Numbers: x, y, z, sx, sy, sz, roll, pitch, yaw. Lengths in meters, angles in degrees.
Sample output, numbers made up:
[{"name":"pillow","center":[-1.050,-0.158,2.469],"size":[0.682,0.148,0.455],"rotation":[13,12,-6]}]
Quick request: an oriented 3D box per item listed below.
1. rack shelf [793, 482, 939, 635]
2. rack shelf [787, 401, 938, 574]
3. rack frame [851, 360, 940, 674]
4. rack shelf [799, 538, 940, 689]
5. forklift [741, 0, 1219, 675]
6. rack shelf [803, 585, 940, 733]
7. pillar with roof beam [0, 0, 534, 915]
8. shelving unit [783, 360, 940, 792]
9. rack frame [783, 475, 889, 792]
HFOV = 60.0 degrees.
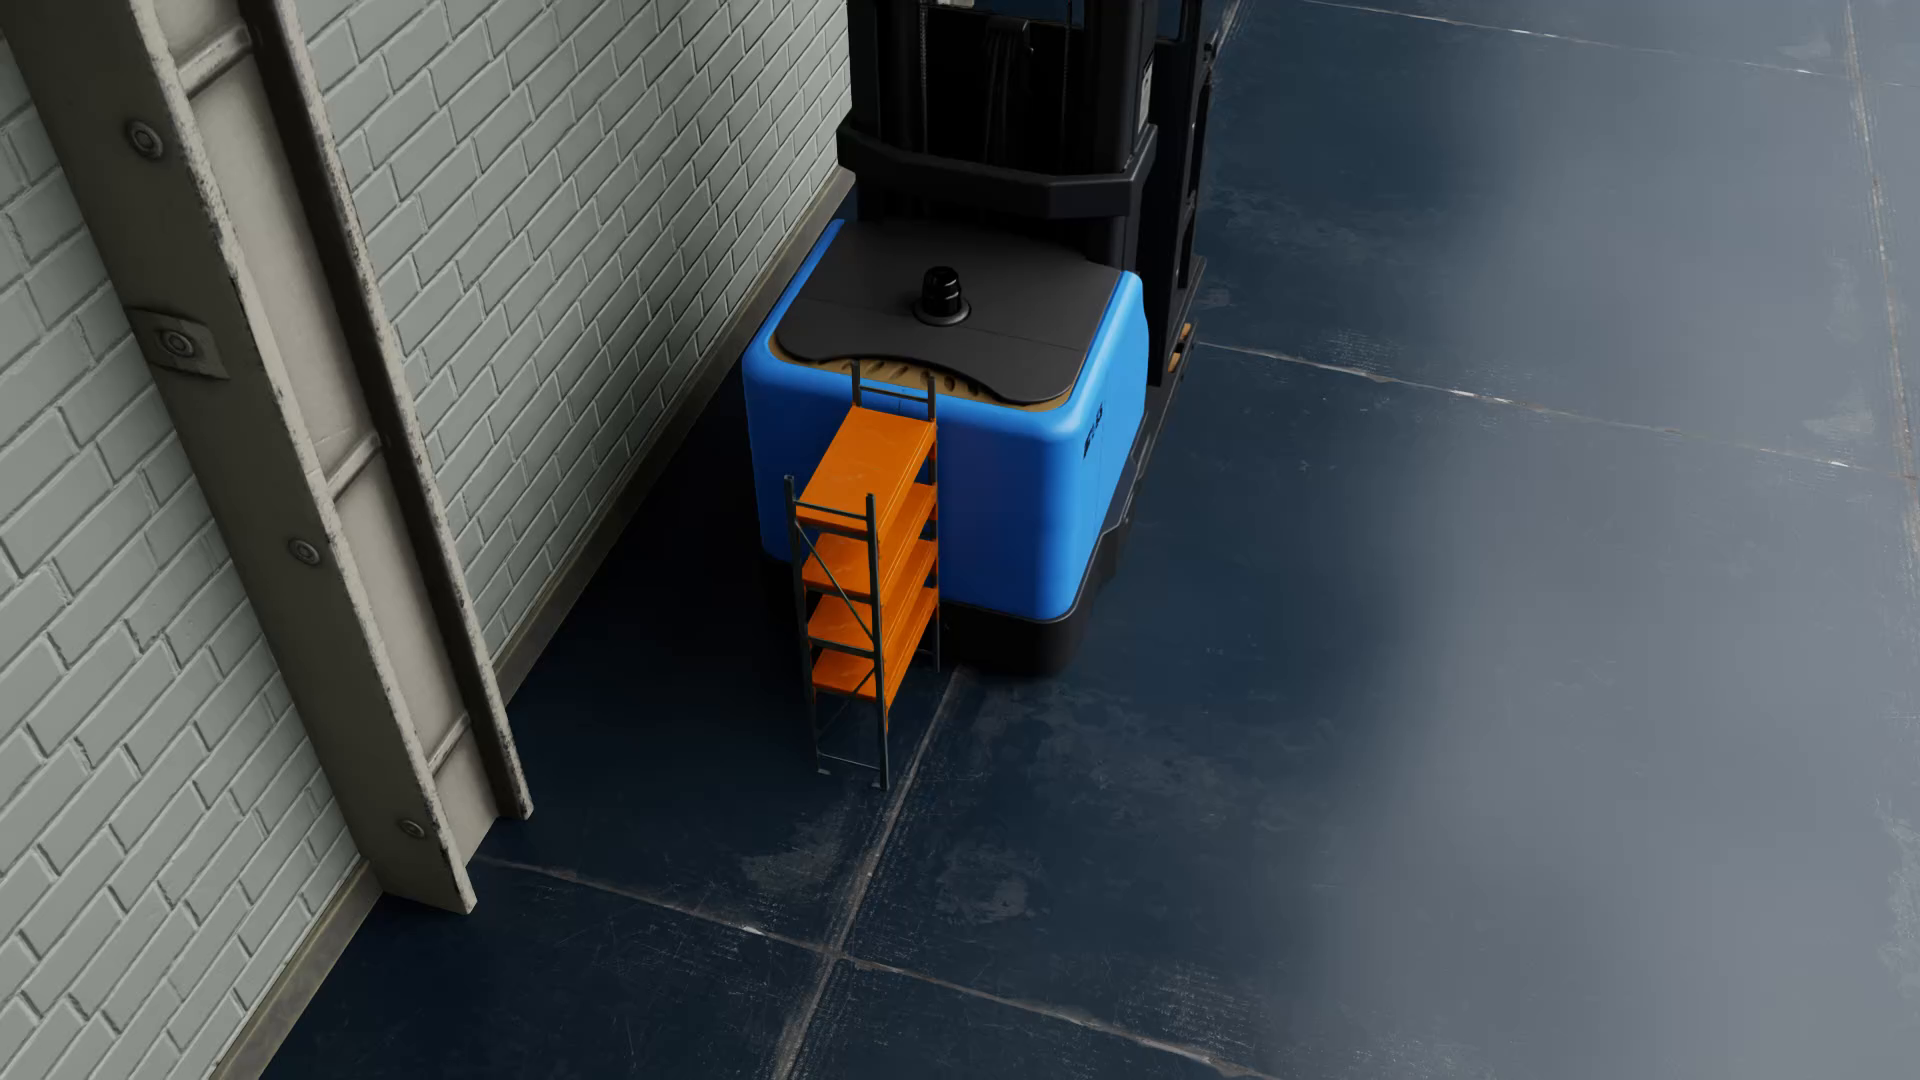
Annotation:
[{"name":"rack shelf","center":[-0.255,0.020,4.648],"size":[0.258,0.148,0.480],"rotation":[13,46,13]},{"name":"rack shelf","center":[-0.255,-0.149,4.483],"size":[0.258,0.148,0.480],"rotation":[13,46,13]},{"name":"rack frame","center":[-0.181,-0.031,4.924],"size":[0.240,1.200,0.015],"rotation":[13,46,13]},{"name":"rack shelf","center":[-0.255,0.180,4.805],"size":[0.258,0.148,0.480],"rotation":[13,46,13]},{"name":"forklift","center":[0.285,-1.673,5.364],"size":[1.130,2.935,3.031],"rotation":[13,46,13]},{"name":"rack shelf","center":[-0.255,0.322,4.944],"size":[0.258,0.148,0.480],"rotation":[13,46,13]},{"name":"pillar with roof beam","center":[2.634,-1.414,0.761],"size":[9.100,9.000,0.400],"rotation":[13,46,13]},{"name":"shelving unit","center":[-0.255,0.132,4.758],"size":[0.258,1.200,0.503],"rotation":[13,46,13]},{"name":"rack frame","center":[-0.329,0.294,4.591],"size":[0.240,1.200,0.015],"rotation":[13,46,13]}]
